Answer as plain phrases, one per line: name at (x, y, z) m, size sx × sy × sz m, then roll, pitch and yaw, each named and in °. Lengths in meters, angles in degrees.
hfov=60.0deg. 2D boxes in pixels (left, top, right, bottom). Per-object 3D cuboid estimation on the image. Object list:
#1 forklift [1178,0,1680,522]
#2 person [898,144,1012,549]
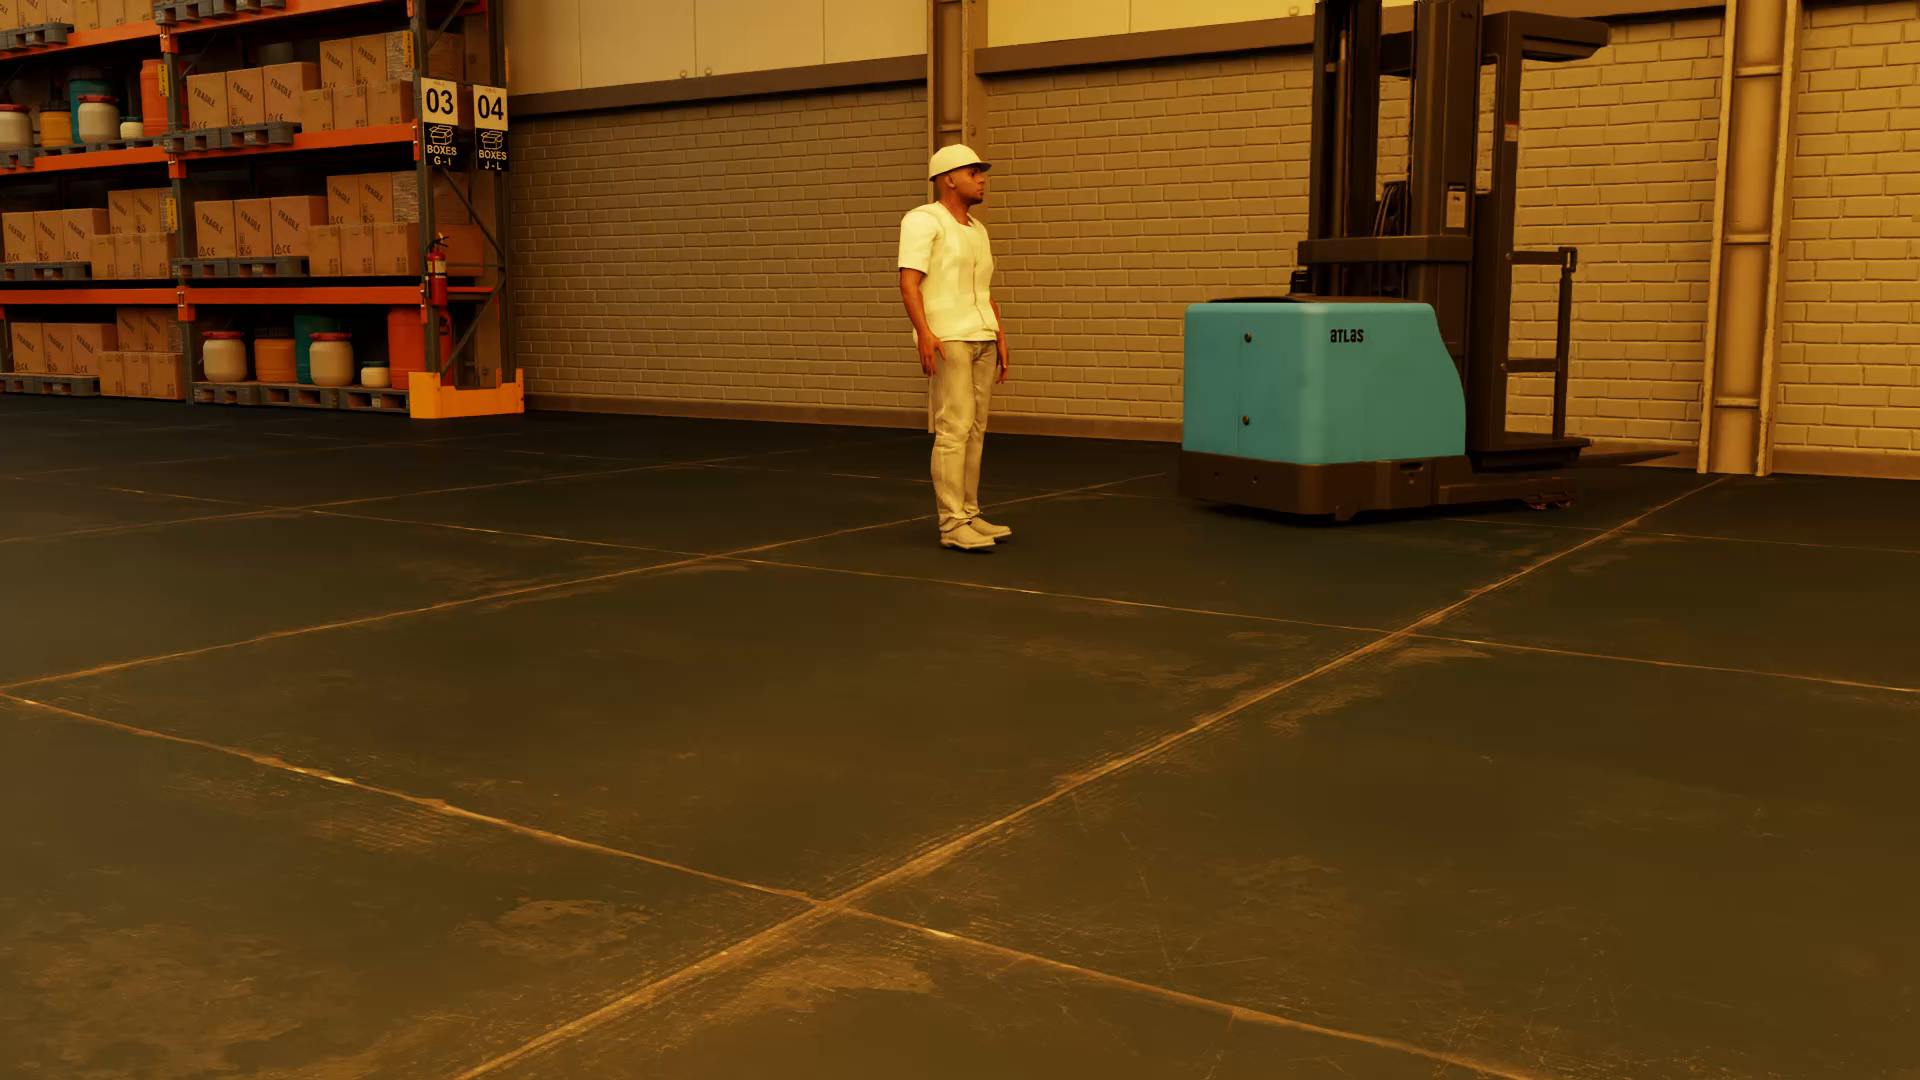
forklift at (2.679, -1.667, 8.913) m, size 3.031 × 2.935 × 1.130 m, roll -5°, pitch 9°, yaw -31°
person at (0.054, -0.872, 7.435) m, size 0.576 × 1.760 × 0.665 m, roll 5°, pitch 10°, yaw 34°
